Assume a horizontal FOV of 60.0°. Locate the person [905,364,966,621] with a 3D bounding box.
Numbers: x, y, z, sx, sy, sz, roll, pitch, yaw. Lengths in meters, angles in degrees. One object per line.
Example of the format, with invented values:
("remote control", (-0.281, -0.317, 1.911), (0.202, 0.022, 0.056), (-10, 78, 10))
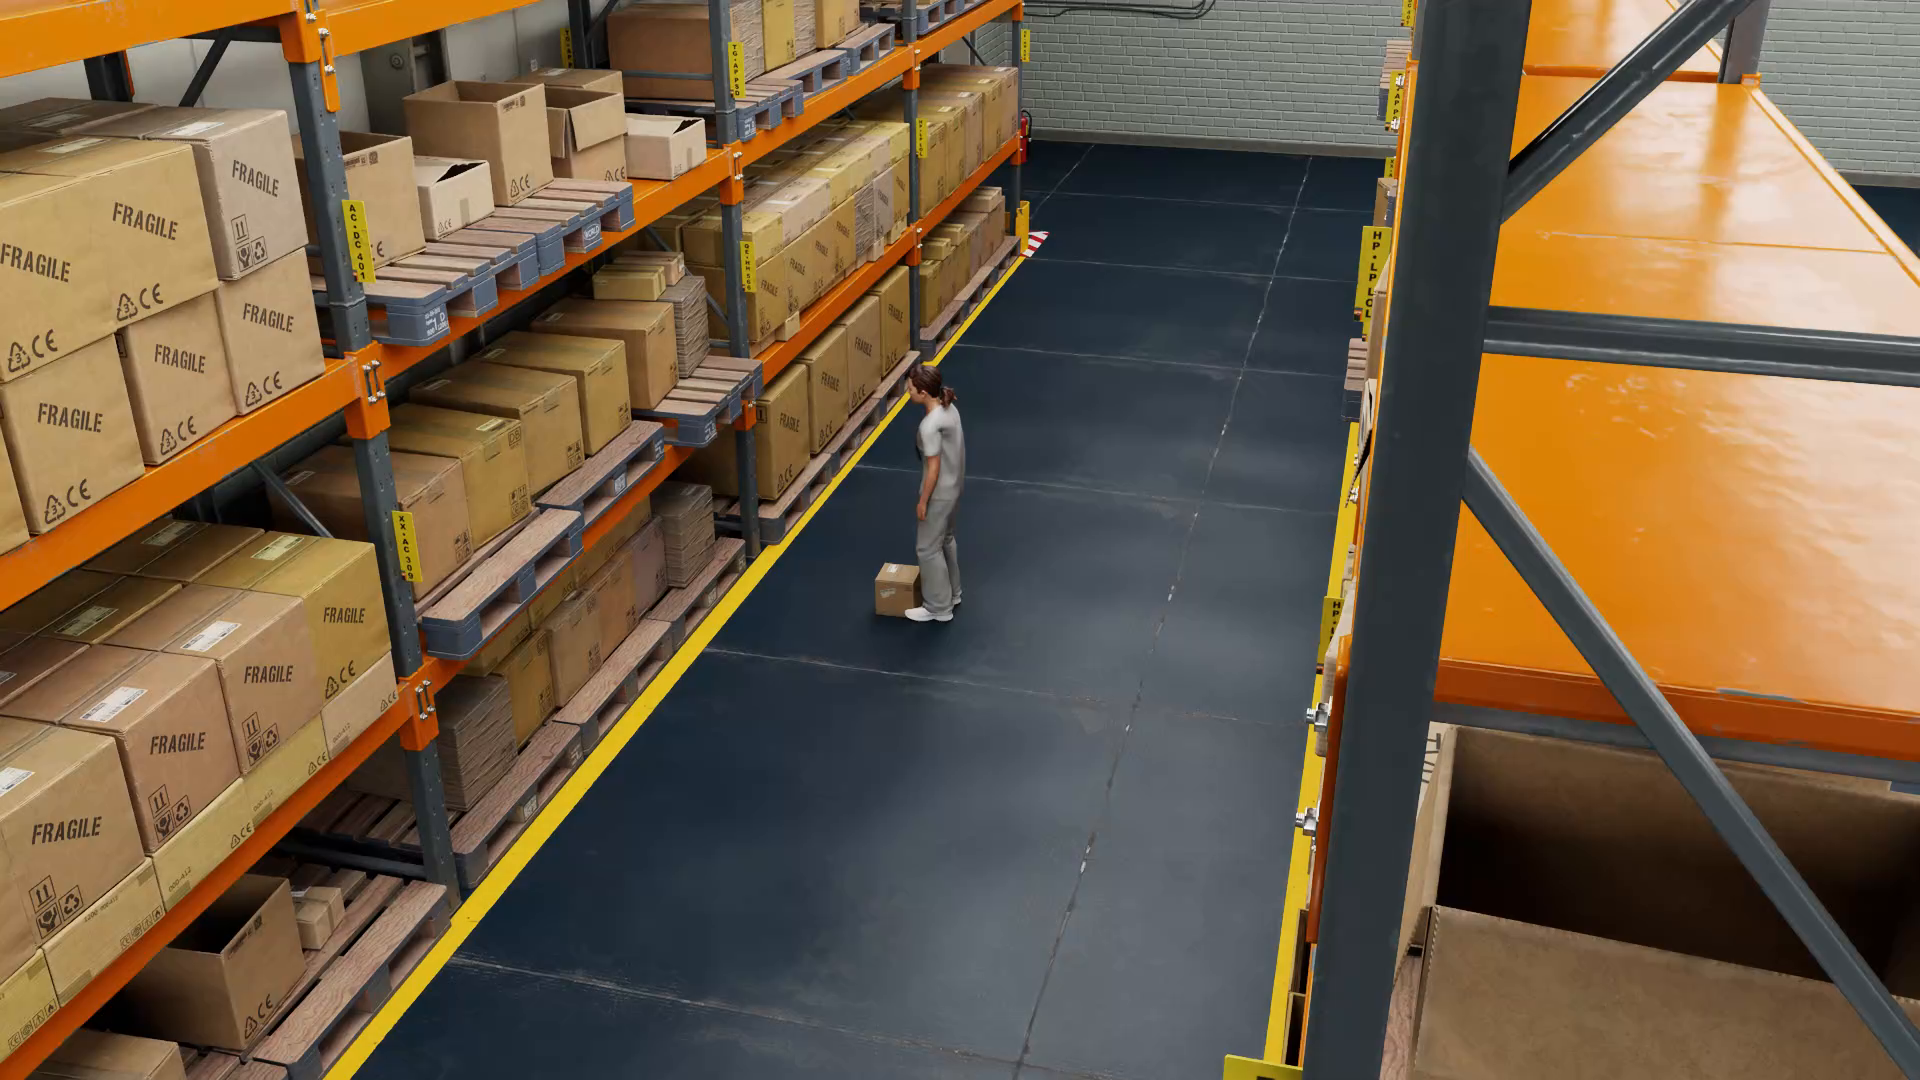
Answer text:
("person", (-0.149, -0.299, 10.328), (0.353, 1.673, 0.491), (6, 26, 13))
